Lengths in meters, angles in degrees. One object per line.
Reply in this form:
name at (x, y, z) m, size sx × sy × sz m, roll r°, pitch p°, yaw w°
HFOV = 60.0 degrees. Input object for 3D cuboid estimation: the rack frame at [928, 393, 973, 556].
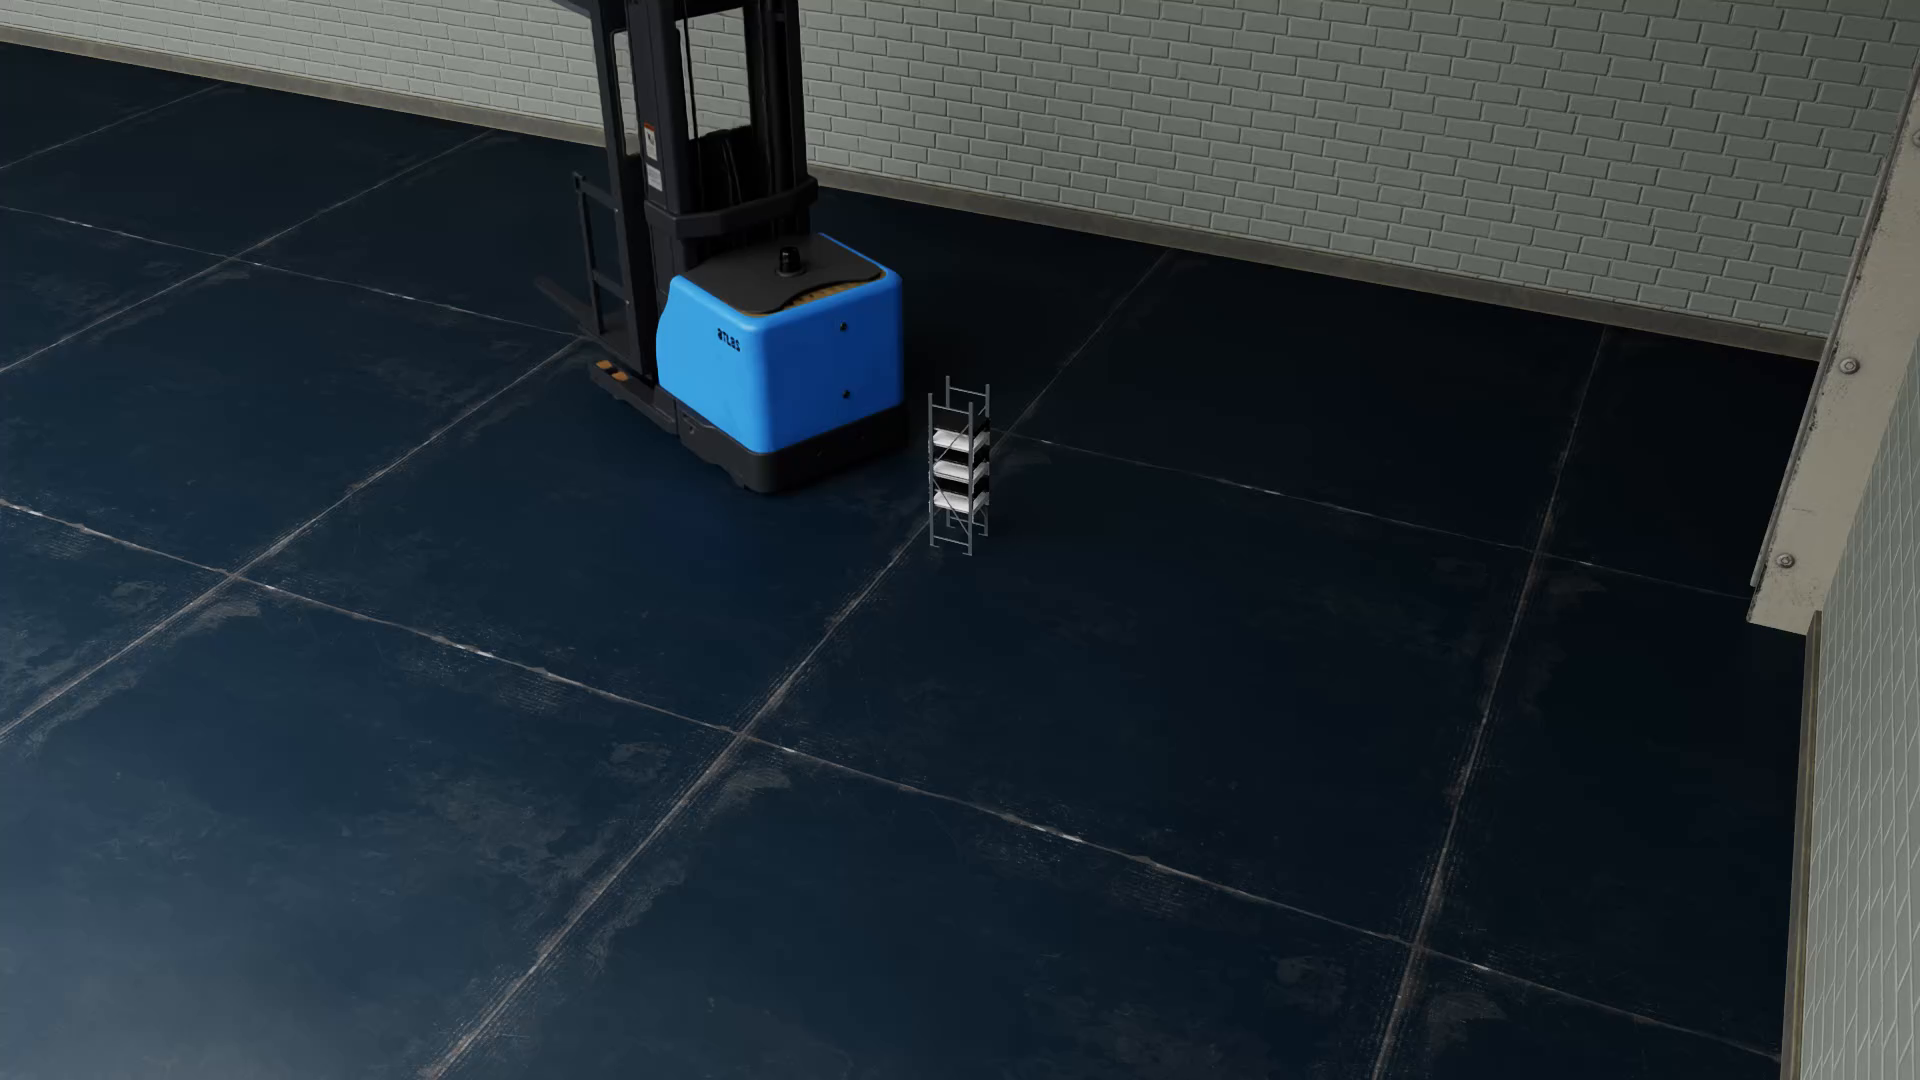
rack frame at (-0.046, -0.322, 8.420) m, size 0.240 × 0.900 × 0.006 m, roll 14°, pitch 36°, yaw 20°

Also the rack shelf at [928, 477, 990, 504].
rack shelf at (-0.003, -0.269, 8.565) m, size 0.258 × 0.077 × 0.200 m, roll 14°, pitch 36°, yaw 20°

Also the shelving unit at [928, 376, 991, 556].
shelving unit at (-0.003, -0.372, 8.497) m, size 0.258 × 0.900 × 0.210 m, roll 14°, pitch 36°, yaw 20°

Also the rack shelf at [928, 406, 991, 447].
rack shelf at (-0.003, -0.570, 8.367) m, size 0.258 × 0.077 × 0.200 m, roll 14°, pitch 36°, yaw 20°

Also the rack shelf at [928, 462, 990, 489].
rack shelf at (-0.003, -0.344, 8.515) m, size 0.258 × 0.077 × 0.200 m, roll 14°, pitch 36°, yaw 20°

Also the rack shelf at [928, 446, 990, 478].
rack shelf at (-0.003, -0.420, 8.466) m, size 0.258 × 0.077 × 0.200 m, roll 14°, pitch 36°, yaw 20°

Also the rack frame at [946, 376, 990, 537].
rack frame at (0.039, -0.423, 8.574) m, size 0.240 × 0.900 × 0.006 m, roll 14°, pitch 36°, yaw 20°

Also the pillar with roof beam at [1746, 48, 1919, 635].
pillar with roof beam at (0.163, -4.415, 7.277) m, size 9.100 × 9.000 × 0.400 m, roll 14°, pitch 36°, yaw 20°

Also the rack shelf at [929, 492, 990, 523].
rack shelf at (-0.003, -0.194, 8.614) m, size 0.258 × 0.077 × 0.200 m, roll 14°, pitch 36°, yaw 20°

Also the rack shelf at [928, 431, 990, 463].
rack shelf at (-0.003, -0.495, 8.417) m, size 0.258 × 0.077 × 0.200 m, roll 14°, pitch 36°, yaw 20°

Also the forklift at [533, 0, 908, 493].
forklift at (-1.610, -2.224, 9.469) m, size 1.130 × 2.935 × 3.031 m, roll -24°, pitch 40°, yaw -32°
